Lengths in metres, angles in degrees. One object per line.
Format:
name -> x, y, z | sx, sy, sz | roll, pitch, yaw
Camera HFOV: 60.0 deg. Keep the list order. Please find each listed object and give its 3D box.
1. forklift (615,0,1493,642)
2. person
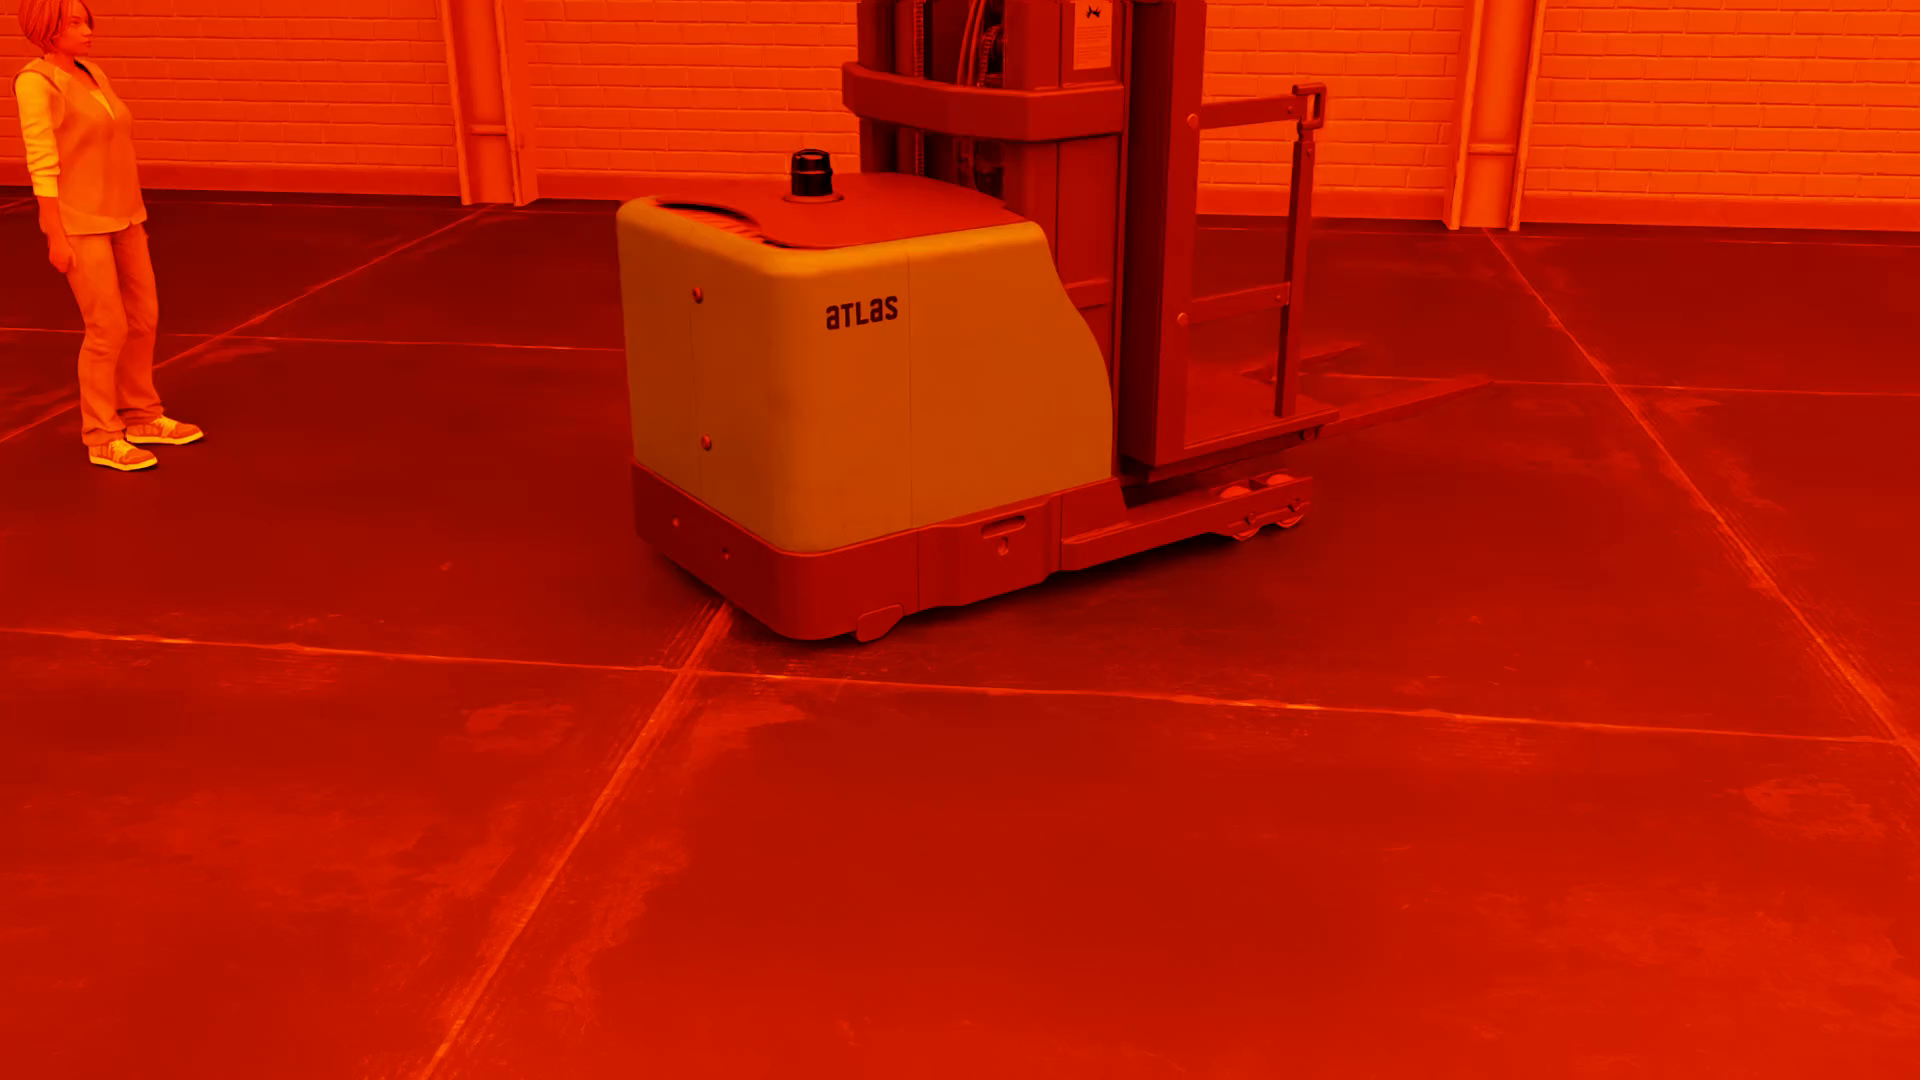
forklift -> 0.506, -1.504, 4.988 | 3.031, 2.935, 1.130 | -15, 26, -33
person -> -2.926, -1.053, 5.654 | 0.317, 1.599, 0.465 | 1, 22, 3
